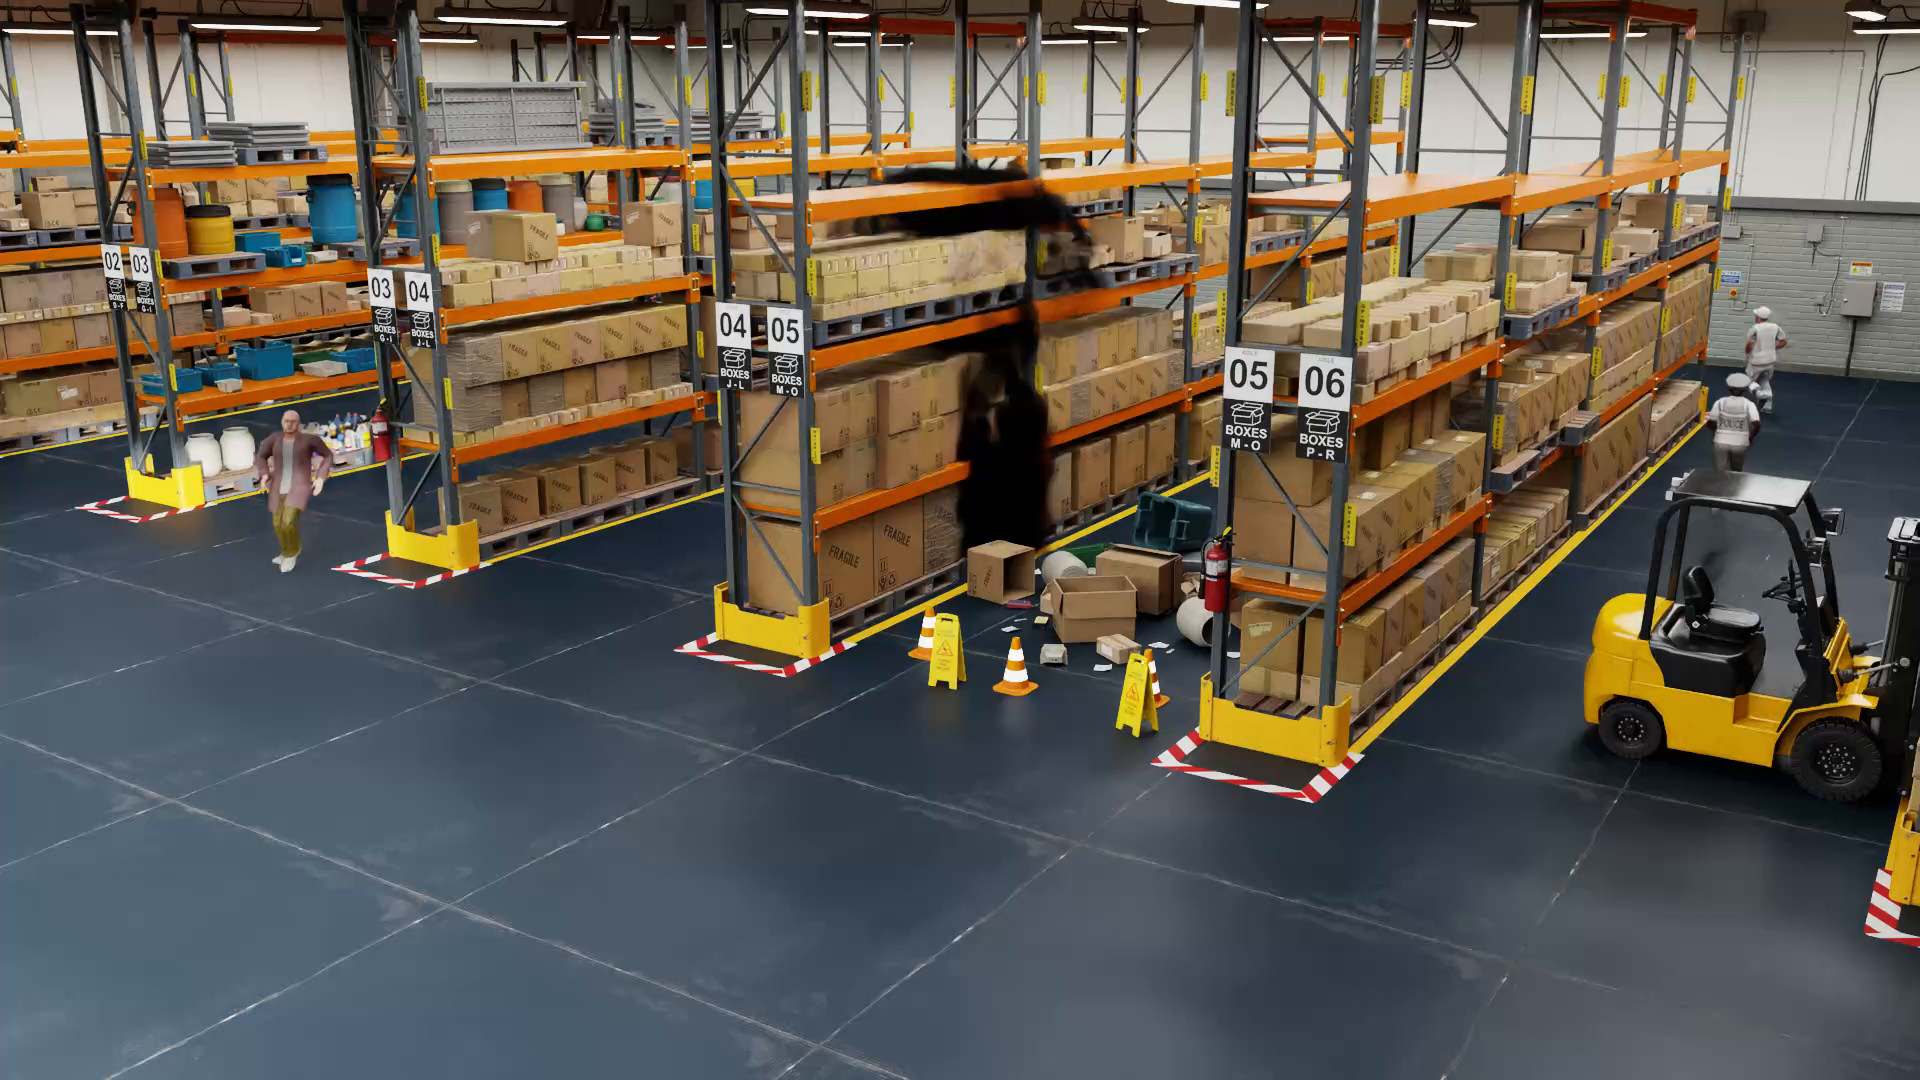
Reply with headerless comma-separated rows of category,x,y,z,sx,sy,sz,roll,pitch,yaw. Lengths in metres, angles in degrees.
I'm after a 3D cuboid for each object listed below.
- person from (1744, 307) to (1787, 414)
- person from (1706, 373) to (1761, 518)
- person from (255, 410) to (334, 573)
person,12.643,-2.830,26.241,0.664,1.705,0.577,0,16,-1
person,8.852,-1.093,19.090,0.578,1.652,0.730,8,17,27
person,-7.179,-0.528,17.915,0.774,1.765,0.690,1,16,4
